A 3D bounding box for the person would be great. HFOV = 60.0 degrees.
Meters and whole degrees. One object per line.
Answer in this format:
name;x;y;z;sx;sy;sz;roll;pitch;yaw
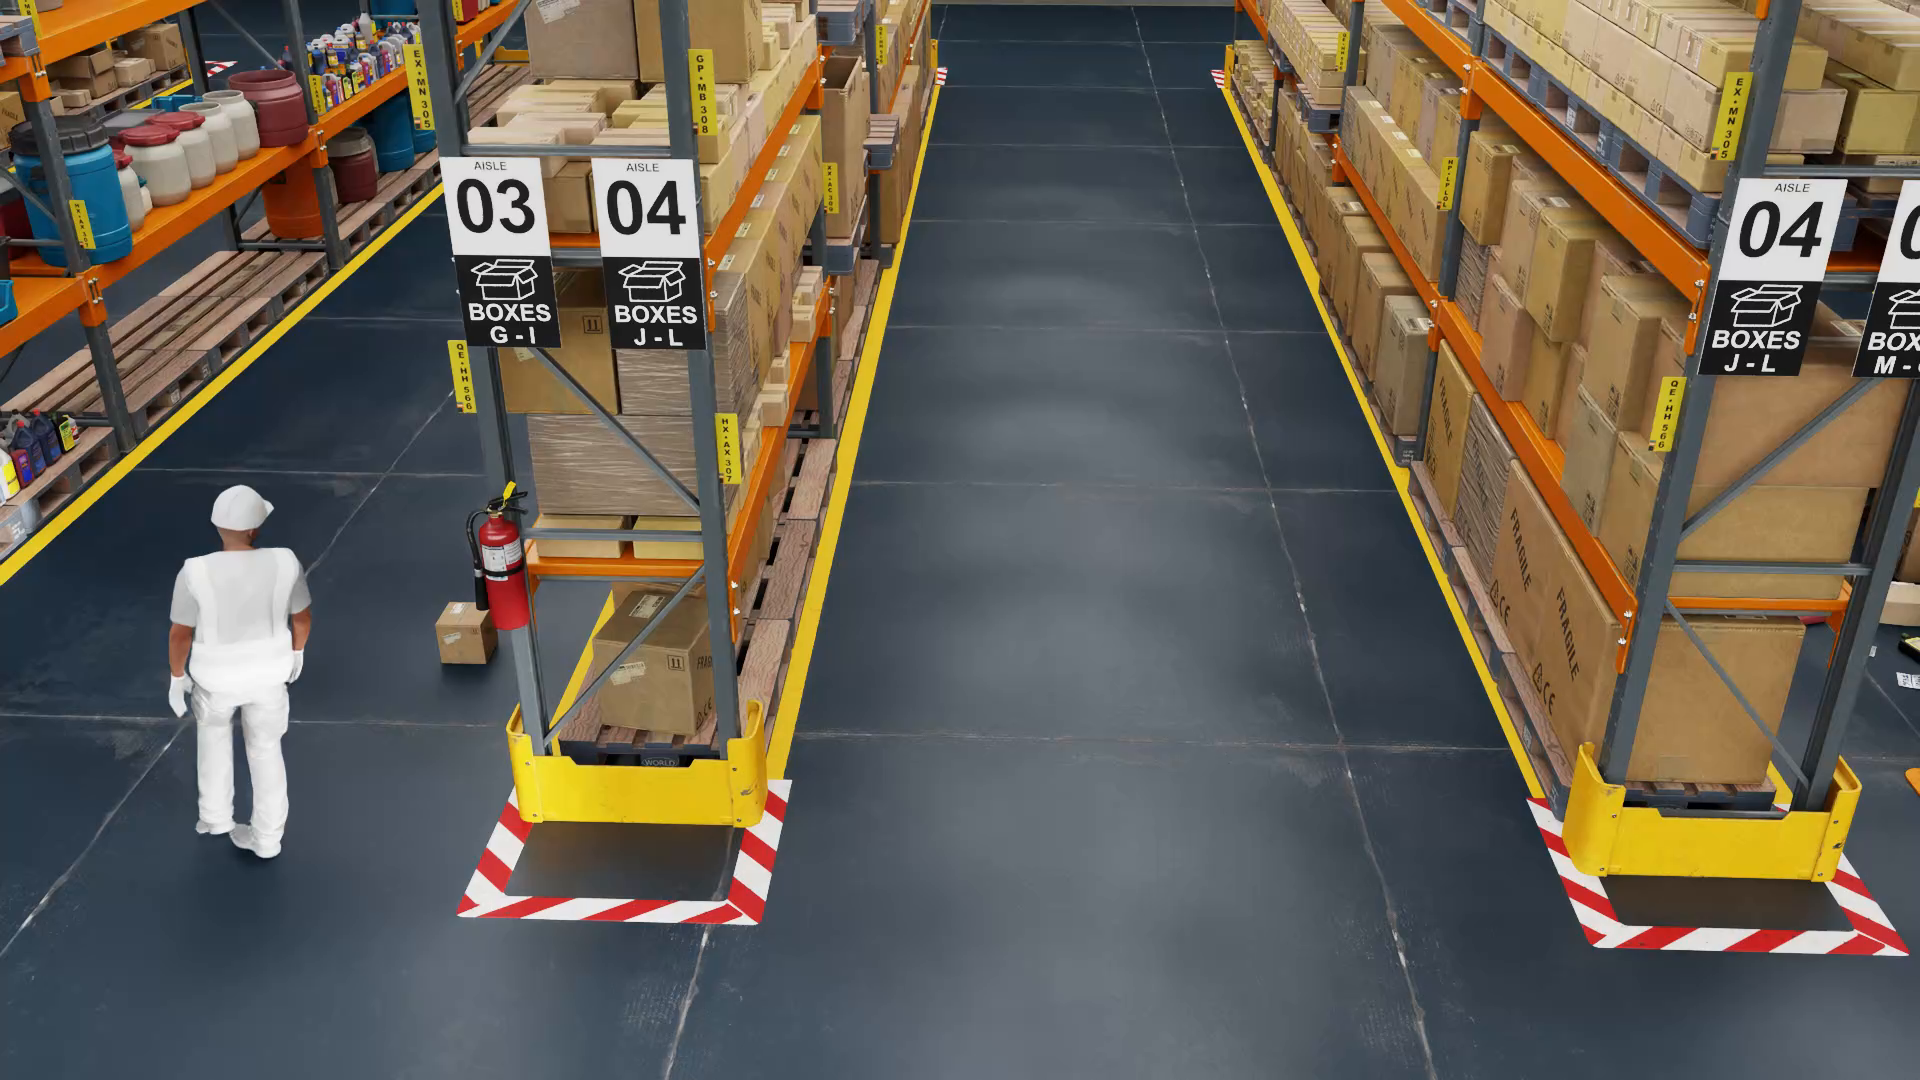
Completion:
person;-3.219;0.581;7.453;0.677;1.770;0.463;-16;32;-28
